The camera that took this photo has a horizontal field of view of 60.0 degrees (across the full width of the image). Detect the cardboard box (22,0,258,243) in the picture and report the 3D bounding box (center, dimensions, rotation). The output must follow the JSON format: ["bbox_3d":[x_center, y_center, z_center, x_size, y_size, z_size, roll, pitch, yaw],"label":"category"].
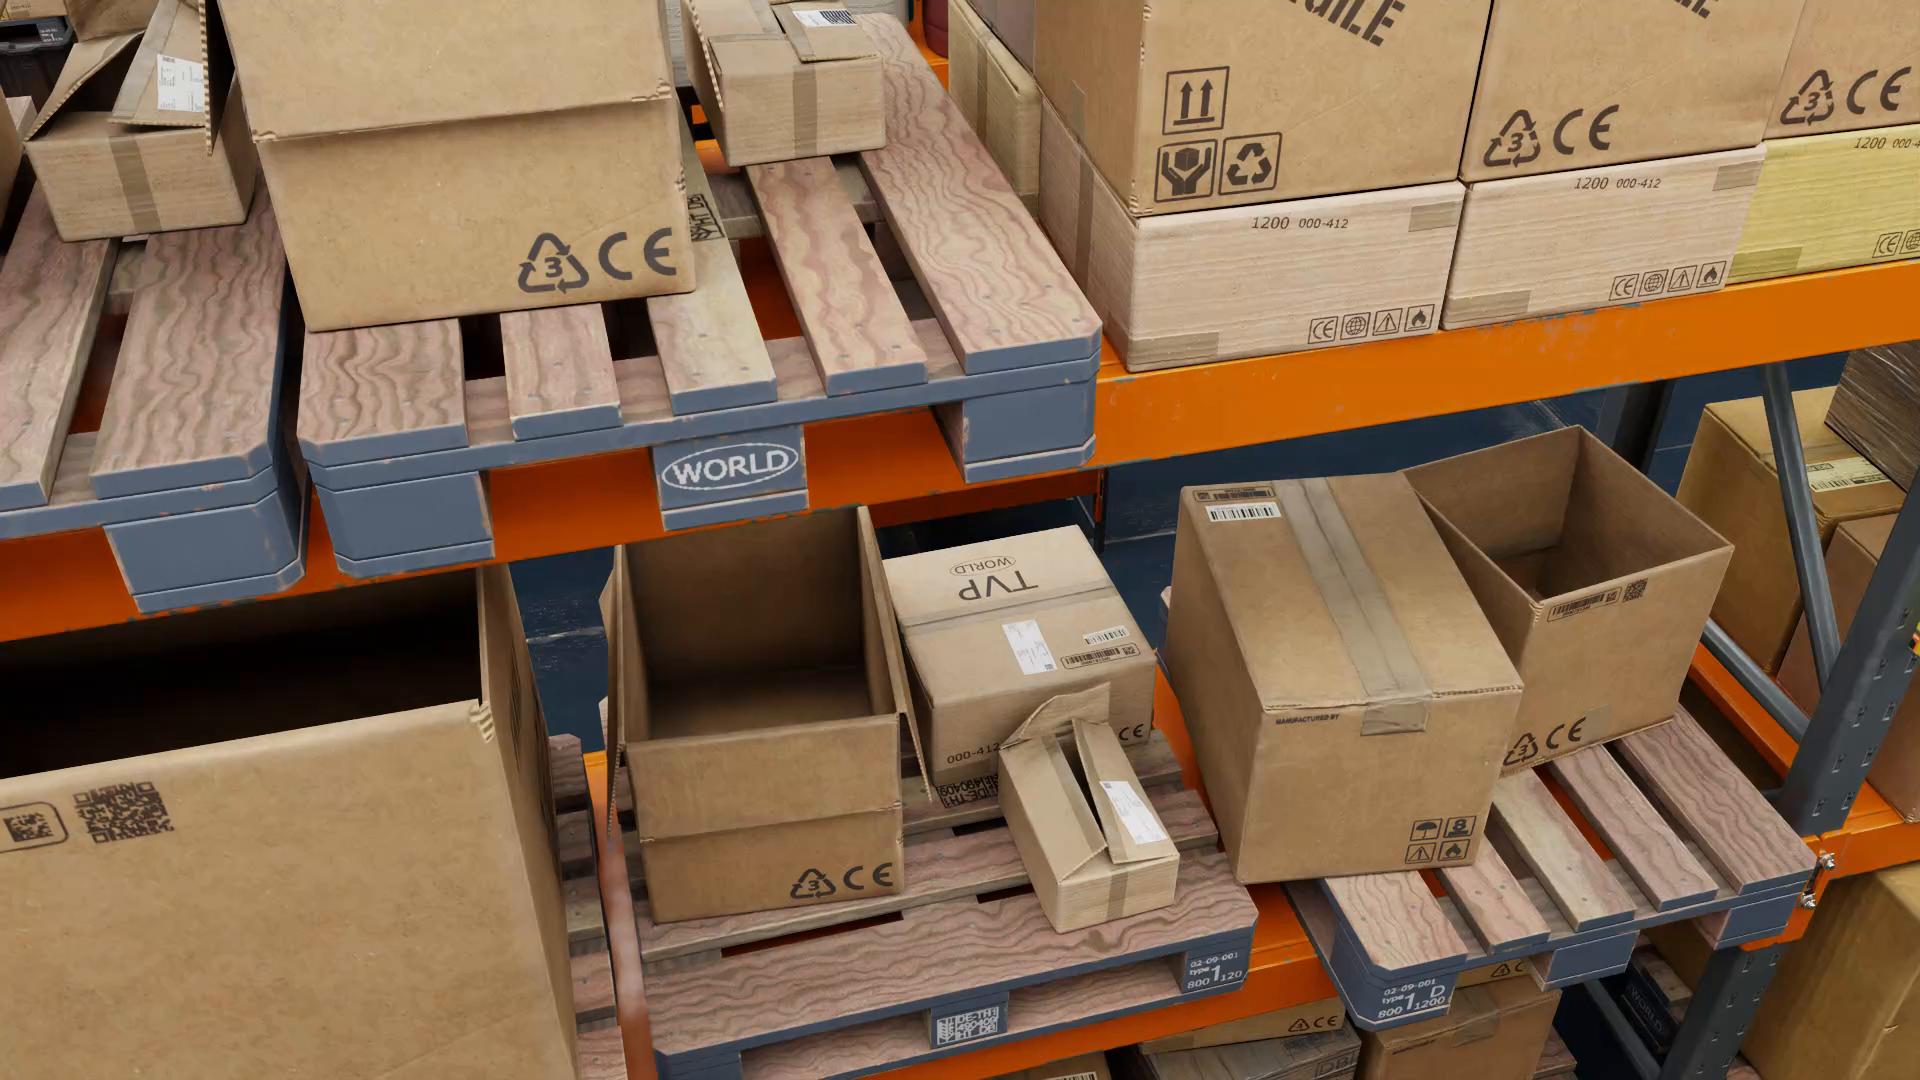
[{"bbox_3d":[-1.191,-0.655,2.434,0.258,0.266,0.396,-8,38,-10],"label":"cardboard box"}]

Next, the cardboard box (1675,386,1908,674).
[{"bbox_3d":[2.201,-0.039,4.250,0.500,0.500,0.500,-8,38,-11],"label":"cardboard box"}]

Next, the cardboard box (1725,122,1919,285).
[{"bbox_3d":[1.394,-0.689,2.836,0.500,0.250,0.500,-9,38,-12],"label":"cardboard box"}]

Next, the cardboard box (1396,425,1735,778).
[{"bbox_3d":[1.278,0.126,3.688,0.500,0.500,0.500,-14,40,-18],"label":"cardboard box"}]

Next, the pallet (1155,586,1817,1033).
[{"bbox_3d":[1.129,0.475,3.818,1.003,0.211,1.213,-9,38,-12],"label":"pallet"}]

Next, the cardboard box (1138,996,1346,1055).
[{"bbox_3d":[0.640,0.958,4.107,0.500,0.250,0.500,-5,38,-7],"label":"cardboard box"}]

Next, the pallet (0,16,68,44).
[{"bbox_3d":[-6.611,-3.549,11.216,1.213,0.211,1.003,-9,38,-12],"label":"pallet"}]

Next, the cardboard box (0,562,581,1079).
[{"bbox_3d":[-1.269,0.409,2.908,1.000,1.000,1.000,-9,38,-12],"label":"cardboard box"}]

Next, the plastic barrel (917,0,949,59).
[{"bbox_3d":[0.129,-2.484,7.417,0.708,0.536,0.600,-9,38,-12],"label":"plastic barrel"}]

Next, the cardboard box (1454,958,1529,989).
[{"bbox_3d":[1.150,0.868,4.225,0.500,0.250,0.500,-8,38,-10],"label":"cardboard box"}]

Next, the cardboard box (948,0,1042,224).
[{"bbox_3d":[0.279,-0.815,3.001,0.500,0.250,0.500,-9,38,-11],"label":"cardboard box"}]

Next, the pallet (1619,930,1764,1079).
[{"bbox_3d":[2.570,1.251,4.941,1.213,0.211,1.003,-9,38,-12],"label":"pallet"}]

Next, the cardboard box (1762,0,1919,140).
[{"bbox_3d":[1.393,-0.984,2.604,0.500,0.500,0.500,-8,38,-11],"label":"cardboard box"}]

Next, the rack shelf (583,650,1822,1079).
[{"bbox_3d":[-0.142,0.826,3.793,4.000,0.370,1.077,-9,38,-12],"label":"rack shelf"}]

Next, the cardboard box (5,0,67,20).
[{"bbox_3d":[-6.007,-3.666,10.991,0.500,0.250,0.500,-9,38,-12],"label":"cardboard box"}]

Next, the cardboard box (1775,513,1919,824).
[{"bbox_3d":[2.329,0.267,3.850,0.500,0.500,0.500,-8,38,-11],"label":"cardboard box"}]

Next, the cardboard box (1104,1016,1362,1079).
[{"bbox_3d":[0.615,1.255,4.336,0.500,0.500,0.700,-12,39,-16],"label":"cardboard box"}]

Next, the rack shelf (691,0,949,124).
[{"bbox_3d":[-1.433,-2.079,7.591,4.000,0.370,1.077,-9,38,-12],"label":"rack shelf"}]

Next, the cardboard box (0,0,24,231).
[{"bbox_3d":[-1.593,-0.558,2.111,0.637,0.503,0.797,-11,39,-14],"label":"cardboard box"}]

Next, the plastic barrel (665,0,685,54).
[{"bbox_3d":[-1.257,-2.309,7.188,0.433,0.535,0.433,0,37,0],"label":"plastic barrel"}]

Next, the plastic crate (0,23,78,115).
[{"bbox_3d":[-3.903,-2.015,6.966,0.504,0.338,0.767,-9,38,-12],"label":"plastic crate"}]

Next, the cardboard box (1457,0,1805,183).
[{"bbox_3d":[0.901,-0.896,2.490,0.500,0.500,0.500,-9,38,-12],"label":"cardboard box"}]

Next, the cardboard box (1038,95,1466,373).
[{"bbox_3d":[0.433,-0.524,2.621,0.500,0.250,0.500,-8,38,-11],"label":"cardboard box"}]

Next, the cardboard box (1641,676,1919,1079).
[{"bbox_3d":[2.460,0.804,4.633,0.875,0.875,1.225,-11,39,-14],"label":"cardboard box"}]

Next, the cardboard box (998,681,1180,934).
[{"bbox_3d":[0.249,0.533,3.349,0.258,0.266,0.396,-10,39,-13],"label":"cardboard box"}]

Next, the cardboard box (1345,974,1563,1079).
[{"bbox_3d":[1.147,1.160,4.460,0.500,0.500,0.700,-11,39,-14],"label":"cardboard box"}]

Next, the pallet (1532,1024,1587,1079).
[{"bbox_3d":[1.034,1.454,4.675,1.213,0.211,1.003,-9,38,-12],"label":"pallet"}]

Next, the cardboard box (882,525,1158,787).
[{"bbox_3d":[0.111,0.247,3.736,0.500,0.250,0.500,-10,39,-13],"label":"cardboard box"}]

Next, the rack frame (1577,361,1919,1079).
[{"bbox_3d":[1.789,0.224,3.989,0.127,3.000,1.000,-9,38,-12],"label":"rack frame"}]

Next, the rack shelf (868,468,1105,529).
[{"bbox_3d":[0.007,-0.254,6.558,1.000,0.278,0.538,-9,38,-12],"label":"rack shelf"}]

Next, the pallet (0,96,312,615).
[{"bbox_3d":[-1.449,-0.295,2.352,1.003,0.211,1.213,-9,38,-12],"label":"pallet"}]

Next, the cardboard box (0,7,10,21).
[{"bbox_3d":[-6.489,-3.586,10.886,0.500,0.250,0.500,-9,38,-12],"label":"cardboard box"}]

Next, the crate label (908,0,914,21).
[{"bbox_3d":[-0.532,-2.697,7.777,0.616,0.435,0.502,-9,38,-12],"label":"crate label"}]

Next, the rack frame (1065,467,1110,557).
[{"bbox_3d":[0.497,-0.528,6.515,0.032,1.125,0.500,-9,38,-12],"label":"rack frame"}]

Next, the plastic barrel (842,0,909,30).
[{"bbox_3d":[-0.440,-2.438,7.376,0.421,0.512,0.421,0,37,0],"label":"plastic barrel"}]

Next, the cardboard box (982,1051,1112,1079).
[{"bbox_3d":[0.070,1.349,4.213,0.500,0.500,0.700,-6,38,-8],"label":"cardboard box"}]

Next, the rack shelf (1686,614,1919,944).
[{"bbox_3d":[3.720,0.193,4.621,4.000,0.370,1.077,-9,38,-12],"label":"rack shelf"}]

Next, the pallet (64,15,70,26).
[{"bbox_3d":[-5.431,-3.745,11.472,1.213,0.211,1.003,-9,38,-12],"label":"pallet"}]

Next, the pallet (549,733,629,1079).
[{"bbox_3d":[-1.297,0.898,3.265,1.213,0.211,1.003,-9,38,-12],"label":"pallet"}]

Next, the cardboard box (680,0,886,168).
[{"bbox_3d":[-0.289,-0.764,2.657,0.250,0.166,0.380,-10,39,-13],"label":"cardboard box"}]

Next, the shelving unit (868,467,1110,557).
[{"bbox_3d":[0.007,-0.448,6.410,1.048,1.125,0.538,-9,38,-12],"label":"shelving unit"}]

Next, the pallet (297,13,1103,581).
[{"bbox_3d":[-0.449,-0.461,2.569,1.003,0.211,1.213,-9,38,-12],"label":"pallet"}]

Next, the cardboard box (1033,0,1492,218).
[{"bbox_3d":[0.419,-0.826,2.399,0.500,0.500,0.500,-9,38,-11],"label":"cardboard box"}]

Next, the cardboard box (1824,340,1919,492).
[{"bbox_3d":[2.499,-0.321,3.792,0.637,0.503,0.797,-8,38,-10],"label":"cardboard box"}]

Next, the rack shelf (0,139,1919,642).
[{"bbox_3d":[-0.142,-0.365,2.882,4.000,0.370,1.077,-9,38,-12],"label":"rack shelf"}]

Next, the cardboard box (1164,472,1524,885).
[{"bbox_3d":[0.765,0.273,3.496,0.500,0.500,0.700,-4,38,-5],"label":"cardboard box"}]

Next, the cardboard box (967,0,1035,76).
[{"bbox_3d":[0.294,-1.120,2.783,0.500,0.500,0.500,-10,39,-13],"label":"cardboard box"}]

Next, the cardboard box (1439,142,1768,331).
[{"bbox_3d":[0.918,-0.602,2.723,0.500,0.250,0.500,-9,38,-12],"label":"cardboard box"}]

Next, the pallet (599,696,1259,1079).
[{"bbox_3d":[-0.112,0.638,3.606,1.213,0.211,1.003,-9,38,-12],"label":"pallet"}]

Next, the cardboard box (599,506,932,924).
[{"bbox_3d":[-0.423,0.321,3.431,0.637,0.503,0.797,-6,38,-7],"label":"cardboard box"}]

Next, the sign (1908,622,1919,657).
[{"bbox_3d":[1.939,0.112,3.247,0.005,0.325,0.100,-9,38,-12],"label":"sign"}]

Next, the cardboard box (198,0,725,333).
[{"bbox_3d":[-0.684,-0.708,2.307,0.637,0.503,0.797,-8,38,-10],"label":"cardboard box"}]
